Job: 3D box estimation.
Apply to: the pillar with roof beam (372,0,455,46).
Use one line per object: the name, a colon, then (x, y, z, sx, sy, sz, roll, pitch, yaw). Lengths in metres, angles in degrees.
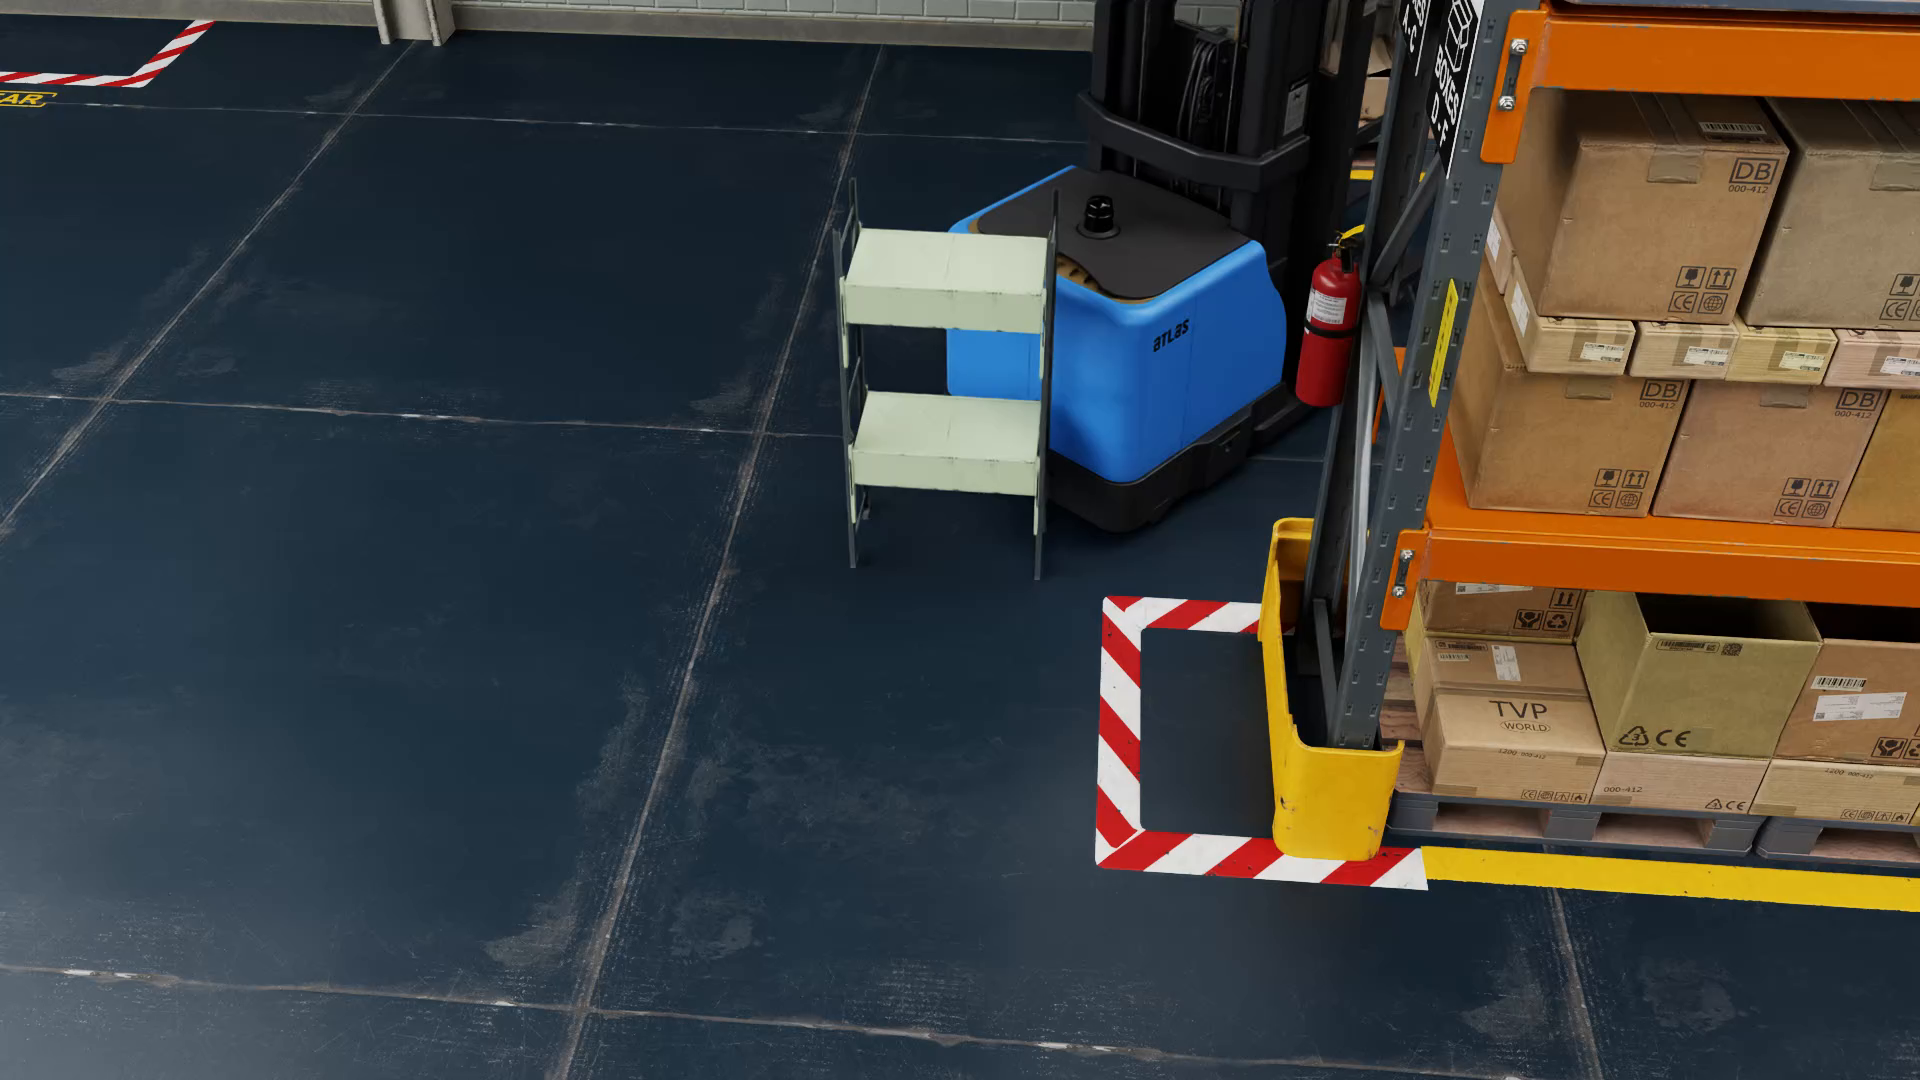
pillar with roof beam: (-3.870, -4.049, 4.596, 0.400, 9.000, 9.100, 3, 39, 4)

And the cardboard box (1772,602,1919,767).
cardboard box: (2.796, 0.346, 5.201, 0.500, 0.500, 0.500, 3, 39, 4)

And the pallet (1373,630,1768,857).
pallet: (2.049, 0.615, 5.827, 1.213, 0.211, 1.003, 3, 39, 4)

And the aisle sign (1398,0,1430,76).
aisle sign: (1.244, -1.678, 4.376, 0.004, 0.787, 0.394, 3, 39, 4)

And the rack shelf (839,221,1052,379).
rack shelf: (-0.039, -0.870, 6.013, 0.720, 0.370, 0.431, 4, 39, 5)

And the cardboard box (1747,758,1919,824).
cardboard box: (2.795, 0.644, 5.429, 0.500, 0.250, 0.500, 3, 39, 4)

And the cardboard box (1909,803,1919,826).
cardboard box: (3.293, 0.674, 5.391, 0.500, 0.250, 0.500, 3, 39, 4)

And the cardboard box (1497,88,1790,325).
cardboard box: (1.800, -0.987, 4.480, 0.500, 0.500, 0.700, 3, 39, 4)

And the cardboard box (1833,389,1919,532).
cardboard box: (2.765, -0.430, 4.823, 0.500, 0.500, 0.700, 3, 39, 4)

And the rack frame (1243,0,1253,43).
rack frame: (1.707, -3.597, 8.793, 0.127, 3.000, 1.000, 3, 39, 4)

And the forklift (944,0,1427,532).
forklift: (1.313, -2.001, 6.887, 1.130, 2.935, 3.031, 31, 48, 32)

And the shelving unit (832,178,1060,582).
shelving unit: (-0.039, -0.568, 6.259, 0.755, 1.500, 0.431, 4, 39, 5)

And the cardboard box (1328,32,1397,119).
cardboard box: (2.389, -2.631, 9.387, 0.500, 0.311, 0.500, -1, 39, -1)

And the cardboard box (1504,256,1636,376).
cardboard box: (1.656, -0.615, 4.536, 0.250, 0.149, 0.380, 3, 39, 4)

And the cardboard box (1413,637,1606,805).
cardboard box: (1.799, 0.591, 5.493, 0.500, 0.250, 0.500, 3, 39, 4)

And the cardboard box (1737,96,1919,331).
cardboard box: (2.325, -0.962, 4.449, 0.500, 0.500, 0.700, 2, 39, 3)

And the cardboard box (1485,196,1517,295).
cardboard box: (1.681, -0.871, 4.851, 0.250, 0.149, 0.380, 3, 39, 3)

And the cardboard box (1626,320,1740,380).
cardboard box: (1.919, -0.602, 4.521, 0.250, 0.149, 0.380, 2, 39, 3)

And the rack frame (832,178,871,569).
rack frame: (-0.403, -0.592, 6.289, 0.023, 1.500, 0.400, 4, 39, 5)

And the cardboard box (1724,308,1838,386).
cardboard box: (2.168, -0.588, 4.503, 0.250, 0.149, 0.380, 3, 39, 4)

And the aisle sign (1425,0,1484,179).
aisle sign: (1.192, -1.301, 3.912, 0.004, 0.787, 0.394, 3, 39, 4)

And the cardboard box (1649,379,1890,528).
cardboard box: (2.271, -0.461, 4.861, 0.500, 0.500, 0.700, 4, 39, 5)

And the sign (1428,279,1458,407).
sign: (1.230, -0.499, 4.239, 0.005, 0.325, 0.100, 3, 39, 4)

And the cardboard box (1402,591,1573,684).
cardboard box: (1.843, 0.265, 5.893, 0.500, 0.250, 0.500, 3, 39, 4)

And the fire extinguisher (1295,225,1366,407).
fire extinguisher: (1.206, -0.750, 5.357, 0.183, 0.674, 0.296, 3, 39, 4)

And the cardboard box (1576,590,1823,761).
cardboard box: (2.297, 0.326, 5.224, 0.500, 0.500, 0.500, 3, 39, 4)

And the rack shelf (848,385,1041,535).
rack shelf: (-0.039, -0.315, 6.465, 0.720, 0.370, 0.431, 4, 39, 5)

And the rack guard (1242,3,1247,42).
rack guard: (1.783, -2.624, 9.577, 0.348, 0.500, 1.175, 3, 39, 4)

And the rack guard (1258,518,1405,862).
rack guard: (1.260, 0.487, 5.756, 0.348, 0.500, 1.175, 3, 39, 4)

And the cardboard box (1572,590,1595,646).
cardboard box: (2.343, 0.285, 5.869, 0.500, 0.250, 0.500, 3, 39, 4)

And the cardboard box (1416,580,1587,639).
cardboard box: (1.844, -0.027, 5.658, 0.500, 0.500, 0.500, 3, 39, 4)

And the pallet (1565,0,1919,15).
pallet: (1.986, -1.556, 3.979, 1.213, 0.211, 1.003, 3, 39, 4)

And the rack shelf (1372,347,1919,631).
rack shelf: (3.276, -0.093, 5.059, 4.000, 0.370, 1.077, 3, 39, 4)

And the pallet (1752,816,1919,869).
pallet: (3.261, 0.683, 5.743, 1.213, 0.211, 1.003, 3, 39, 4)

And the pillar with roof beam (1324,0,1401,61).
pillar with roof beam: (2.108, -3.722, 4.194, 0.400, 9.000, 9.100, 3, 39, 4)

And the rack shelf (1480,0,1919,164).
rack shelf: (3.276, -1.257, 4.112, 4.000, 0.370, 1.077, 3, 39, 4)

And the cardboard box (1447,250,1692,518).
cardboard box: (1.748, -0.487, 4.893, 0.500, 0.500, 0.700, 3, 39, 4)

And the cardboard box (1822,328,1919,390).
cardboard box: (2.419, -0.573, 4.484, 0.250, 0.149, 0.380, 3, 39, 3)

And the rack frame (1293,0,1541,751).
rack frame: (1.284, -0.481, 4.965, 0.127, 3.000, 1.000, 3, 39, 4)

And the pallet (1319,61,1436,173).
pallet: (2.589, -2.445, 9.587, 1.213, 0.211, 1.003, 3, 39, 4)

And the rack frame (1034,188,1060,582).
rack frame: (0.325, -0.544, 6.230, 0.023, 1.500, 0.400, 4, 39, 5)

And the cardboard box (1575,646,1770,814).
cardboard box: (2.297, 0.616, 5.462, 0.500, 0.250, 0.500, 3, 39, 4)
